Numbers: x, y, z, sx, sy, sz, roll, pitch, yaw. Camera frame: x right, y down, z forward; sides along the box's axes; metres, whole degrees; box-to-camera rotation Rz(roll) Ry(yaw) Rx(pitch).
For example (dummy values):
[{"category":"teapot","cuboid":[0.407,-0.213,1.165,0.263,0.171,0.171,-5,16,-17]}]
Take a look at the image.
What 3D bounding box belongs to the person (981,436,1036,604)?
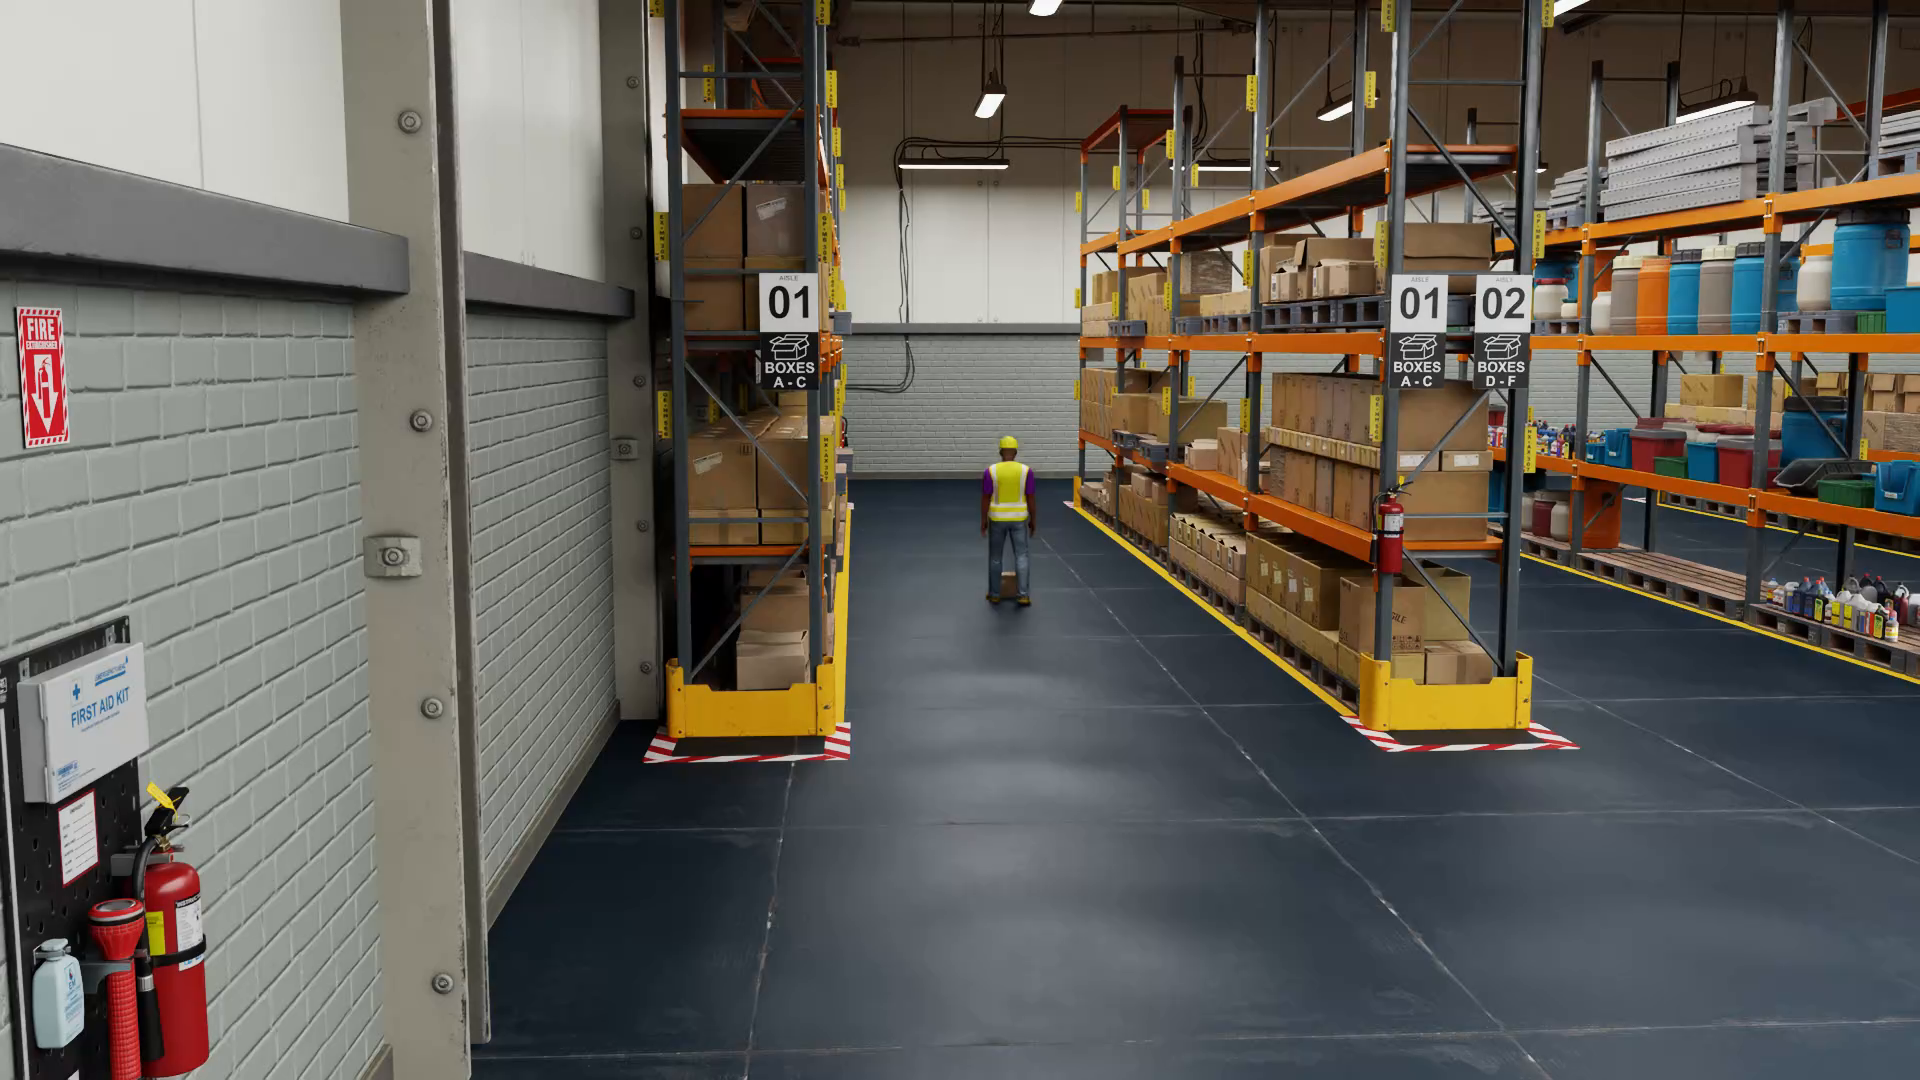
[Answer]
[{"category":"person","cuboid":[0.497,-0.215,17.423,0.576,1.768,0.620,0,7,-3]}]
